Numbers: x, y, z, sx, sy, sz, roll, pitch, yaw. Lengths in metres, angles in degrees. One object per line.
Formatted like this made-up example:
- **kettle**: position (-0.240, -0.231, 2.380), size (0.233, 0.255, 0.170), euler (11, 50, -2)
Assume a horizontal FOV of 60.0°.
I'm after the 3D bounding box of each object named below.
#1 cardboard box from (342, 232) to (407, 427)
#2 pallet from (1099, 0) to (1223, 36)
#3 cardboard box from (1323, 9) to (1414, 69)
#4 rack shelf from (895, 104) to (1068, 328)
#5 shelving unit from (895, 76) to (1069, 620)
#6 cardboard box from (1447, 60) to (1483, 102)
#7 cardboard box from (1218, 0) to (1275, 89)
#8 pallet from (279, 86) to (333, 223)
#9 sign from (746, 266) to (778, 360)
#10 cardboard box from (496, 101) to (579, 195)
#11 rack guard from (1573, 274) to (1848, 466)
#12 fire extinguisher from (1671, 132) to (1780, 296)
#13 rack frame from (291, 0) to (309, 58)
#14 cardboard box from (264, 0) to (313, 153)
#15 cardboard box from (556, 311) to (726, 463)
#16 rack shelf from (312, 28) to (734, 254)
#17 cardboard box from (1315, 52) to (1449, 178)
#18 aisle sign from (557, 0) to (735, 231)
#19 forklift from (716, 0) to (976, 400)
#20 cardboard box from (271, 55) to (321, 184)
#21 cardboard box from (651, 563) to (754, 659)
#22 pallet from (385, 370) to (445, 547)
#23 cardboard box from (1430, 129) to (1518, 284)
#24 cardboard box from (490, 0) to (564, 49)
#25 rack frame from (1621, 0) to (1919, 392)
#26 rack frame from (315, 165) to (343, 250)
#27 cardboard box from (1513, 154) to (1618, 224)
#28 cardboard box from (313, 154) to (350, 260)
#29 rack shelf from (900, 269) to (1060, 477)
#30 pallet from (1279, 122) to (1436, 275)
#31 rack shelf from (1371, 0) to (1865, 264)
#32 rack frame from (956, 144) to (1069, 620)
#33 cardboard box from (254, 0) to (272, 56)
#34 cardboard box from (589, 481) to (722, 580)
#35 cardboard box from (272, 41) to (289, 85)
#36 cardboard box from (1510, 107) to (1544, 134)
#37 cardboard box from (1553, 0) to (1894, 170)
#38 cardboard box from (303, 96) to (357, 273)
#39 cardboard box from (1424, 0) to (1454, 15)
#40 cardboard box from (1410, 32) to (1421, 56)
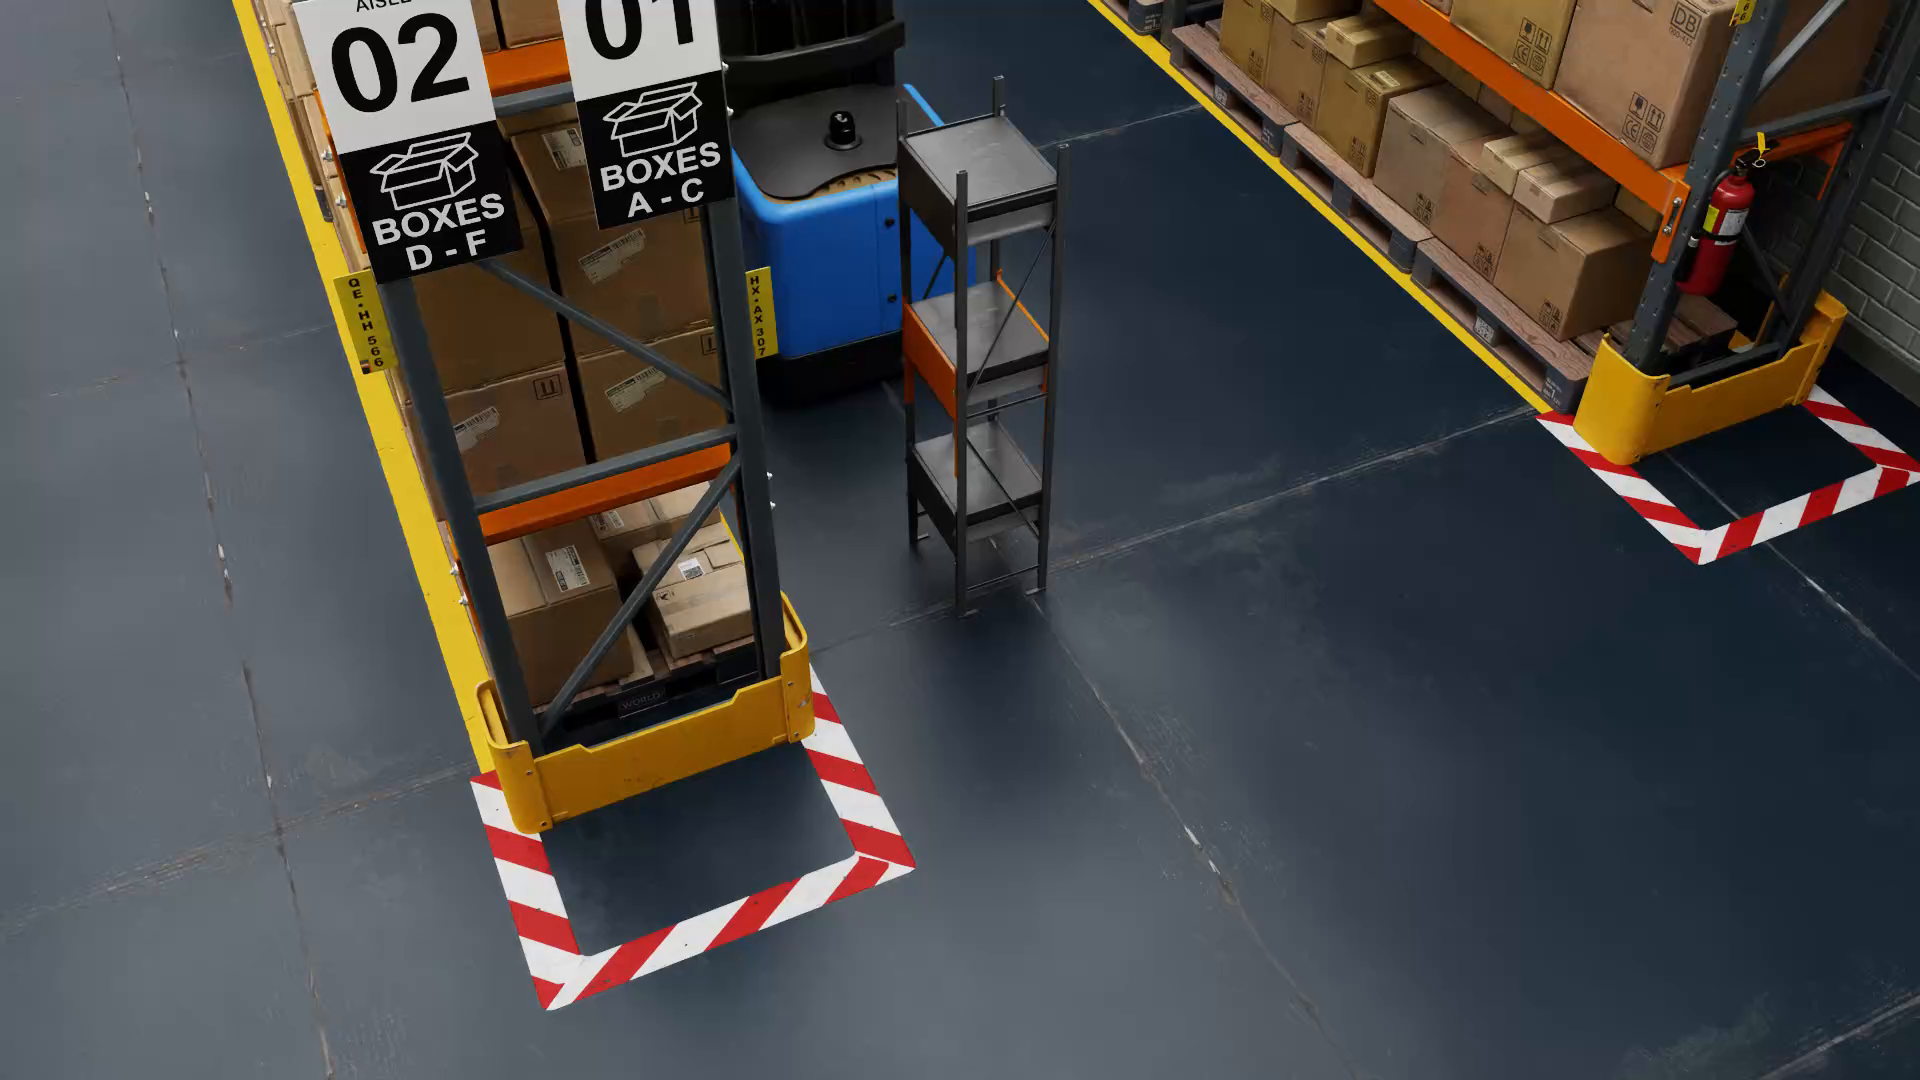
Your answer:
- **cardboard box**: position (-1.762, -0.788, 5.710), size (0.500, 0.500, 0.500), euler (-18, 47, -17)
- **pallet**: position (1.313, -3.709, 10.727), size (1.003, 0.211, 1.213), euler (-18, 47, -17)
- **cardboard box**: position (2.125, -2.611, 8.648), size (0.380, 0.149, 0.250), euler (-19, 48, -19)
- **rack shelf**: position (0.070, -1.130, 5.792), size (0.431, 0.518, 0.480), euler (-18, 47, -17)
- **shelving unit**: position (0.070, -0.642, 6.274), size (0.431, 2.100, 0.503), euler (-18, 47, -17)
- **cardboard box**: position (2.702, -2.377, 8.411), size (0.380, 0.149, 0.250), euler (-18, 47, -17)
- **cardboard box**: position (1.927, -2.985, 9.489), size (0.700, 0.500, 0.500), euler (-17, 47, -17)
- **pallet**: position (-3.163, -2.281, 9.280), size (1.003, 0.211, 1.213), euler (-18, 47, -17)
- **sign**: position (-0.613, -0.686, 5.062), size (0.100, 0.325, 0.005), euler (-18, 47, -17)
- **cardboard box**: position (-1.279, -1.300, 5.518), size (0.500, 0.500, 0.500), euler (-18, 47, -17)
- **rack guard**: position (3.398, -0.778, 7.551), size (1.175, 0.500, 0.348), euler (-18, 47, -17)
- **fire extinguisher**: position (3.033, -1.290, 6.611), size (0.296, 0.674, 0.183), euler (-18, 47, -17)
- **rack frame**: position (-1.105, -2.353, 3.096), size (1.000, 3.000, 0.127), euler (-18, 47, -17)
- **cardboard box**: position (-2.193, -1.789, 6.014), size (0.500, 0.500, 0.500), euler (-17, 47, -16)
- **cardboard box**: position (-1.052, -0.614, 5.534), size (0.500, 0.500, 0.500), euler (-17, 47, -17)
- **rack shelf**: position (-1.946, -2.304, 5.694), size (1.077, 0.370, 4.000), euler (-18, 47, -17)
- **cardboard box**: position (2.349, -2.336, 8.831), size (0.700, 0.500, 0.500), euler (-17, 47, -16)
- **aisle sign**: position (-0.810, -1.186, 4.334), size (0.394, 0.787, 0.004), euler (-18, 47, -17)
- **forklift**: position (-0.966, -2.733, 7.802), size (1.130, 2.935, 3.031), euler (-17, 47, -17)
- **cardboard box**: position (-3.254, -2.263, 8.743), size (0.500, 0.500, 0.500), euler (-18, 47, -18)
- **cardboard box**: position (-0.969, 0.272, 6.424), size (0.380, 0.149, 0.250), euler (-18, 47, -17)
- **pallet**: position (-1.982, -0.557, 7.533), size (1.003, 0.211, 1.213), euler (-18, 47, -17)
- **cardboard box**: position (2.792, -1.678, 8.164), size (0.700, 0.500, 0.500), euler (-18, 47, -18)
- **cardboard box**: position (-1.090, -1.634, 4.611), size (0.500, 0.250, 0.500), euler (-18, 47, -17)
- **rack frame**: position (3.388, -1.683, 6.689), size (1.000, 3.000, 0.127), euler (-18, 47, -17)
- **rack frame**: position (-2.787, -2.766, 7.787), size (1.000, 3.000, 0.127), euler (-18, 47, -17)
- **cardboard box**: position (2.783, -1.618, 7.642), size (0.380, 0.149, 0.250), euler (-19, 48, -18)
- **cardboard box**: position (-2.178, -1.428, 6.360), size (0.500, 0.500, 0.500), euler (-19, 48, -18)
- **rack shelf**: position (0.070, -0.632, 6.284), size (0.431, 0.518, 0.480), euler (-18, 47, -17)
- **pallet**: position (2.472, -1.953, 8.948), size (1.003, 0.211, 1.213), euler (-18, 47, -17)
- **rack shelf**: position (2.547, -2.701, 8.233), size (1.077, 0.370, 4.000), euler (-18, 47, -17)
- **rack frame**: position (0.172, -0.486, 6.117), size (0.400, 2.100, 0.015), euler (-18, 47, -17)
- **cardboard box**: position (-3.665, -2.900, 9.389), size (0.500, 0.500, 0.500), euler (-17, 47, -17)
- **cardboard box**: position (-1.287, -0.144, 6.774), size (0.500, 0.250, 0.500), euler (-18, 47, -17)
- **cardboard box**: position (-2.820, -2.397, 7.341), size (0.500, 0.500, 0.500), euler (-17, 47, -16)
- **cardboard box**: position (2.918, -2.051, 8.081), size (0.380, 0.149, 0.250), euler (-18, 47, -17)
- **cardboard box**: position (3.164, -2.111, 6.910), size (0.980, 0.700, 0.700), euler (-16, 47, -16)
- **cardboard box**: position (-1.755, -1.133, 5.348), size (0.500, 0.500, 0.500), euler (-17, 47, -16)
- **cardboard box**: position (2.536, -3.060, 7.871), size (0.980, 0.700, 0.700), euler (-20, 48, -19)
- **cardboard box**: position (2.487, -2.702, 8.741), size (0.380, 0.149, 0.250), euler (-18, 47, -17)
